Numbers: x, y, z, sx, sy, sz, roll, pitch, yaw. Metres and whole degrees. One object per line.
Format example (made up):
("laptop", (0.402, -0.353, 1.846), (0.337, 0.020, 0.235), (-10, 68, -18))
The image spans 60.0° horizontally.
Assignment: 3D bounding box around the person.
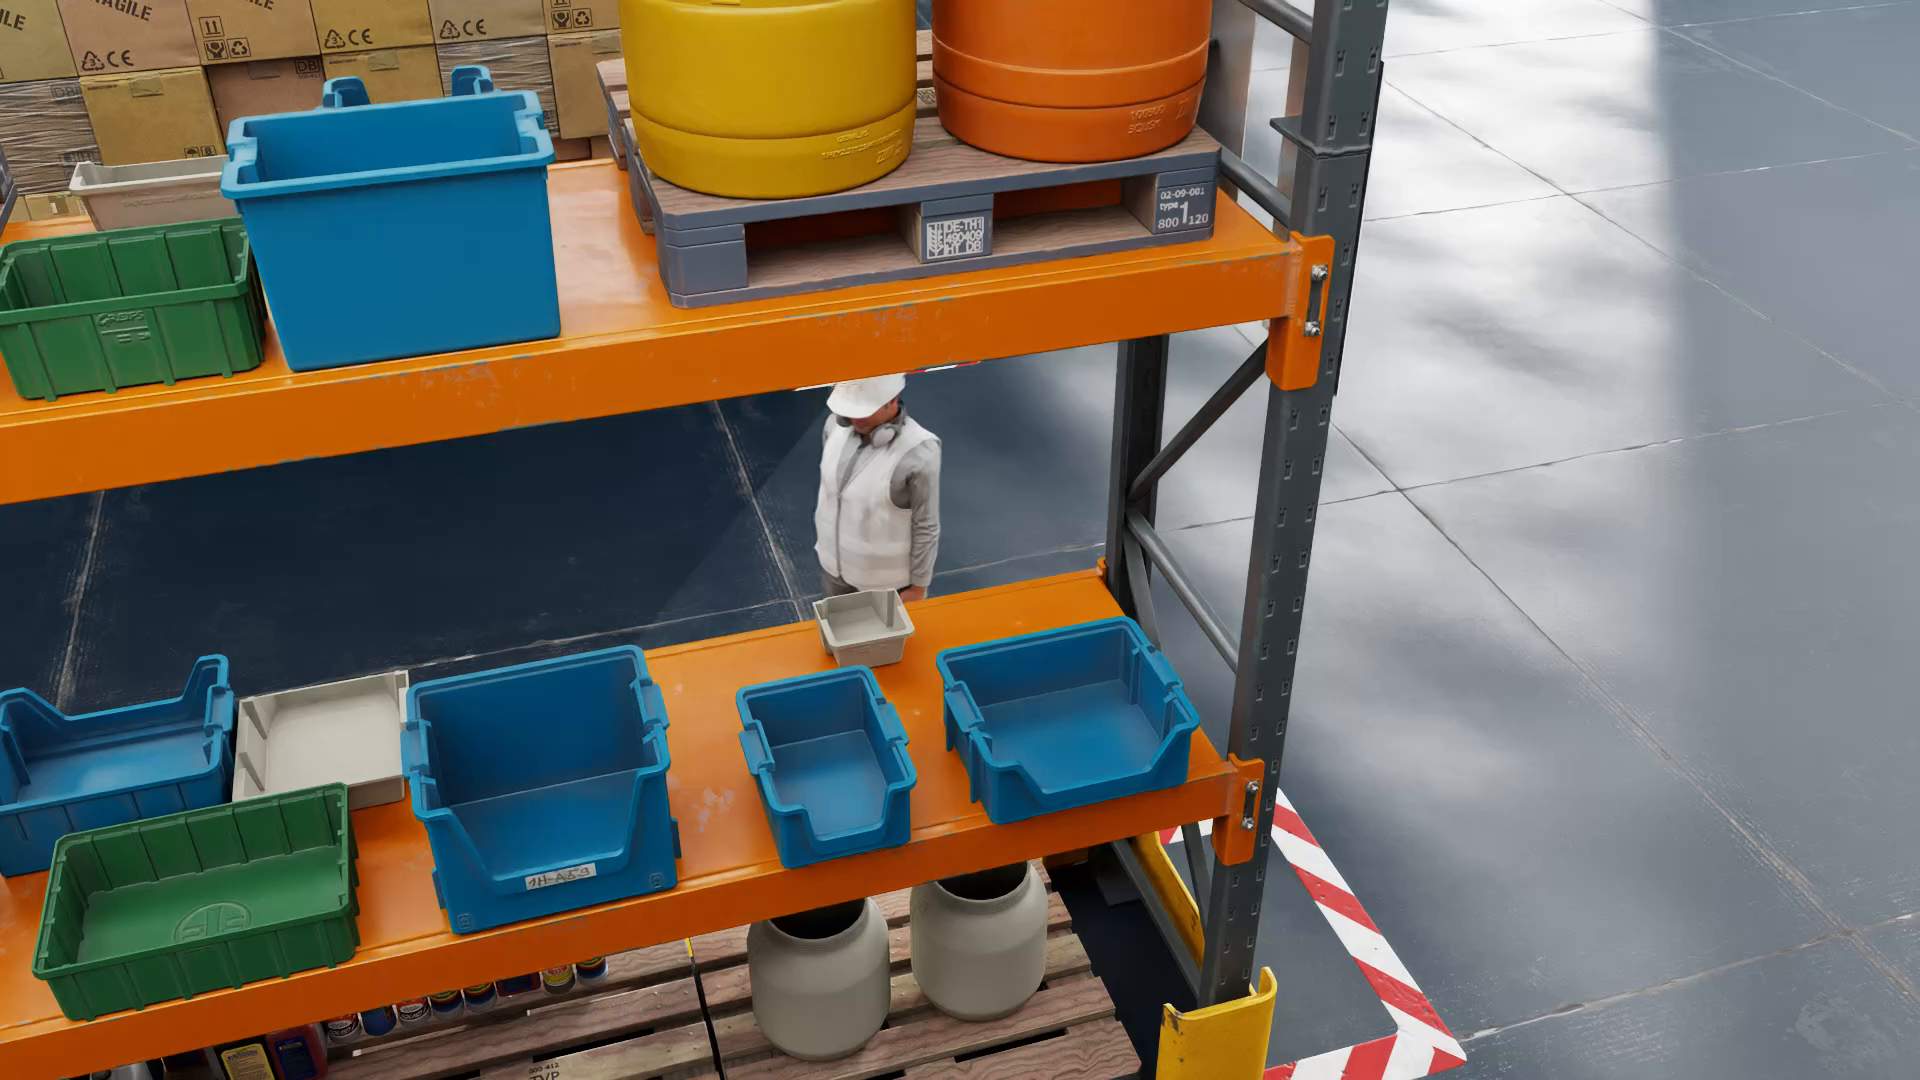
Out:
("person", (-0.294, 0.093, 5.991), (0.534, 1.764, 0.356), (26, 41, 33))
